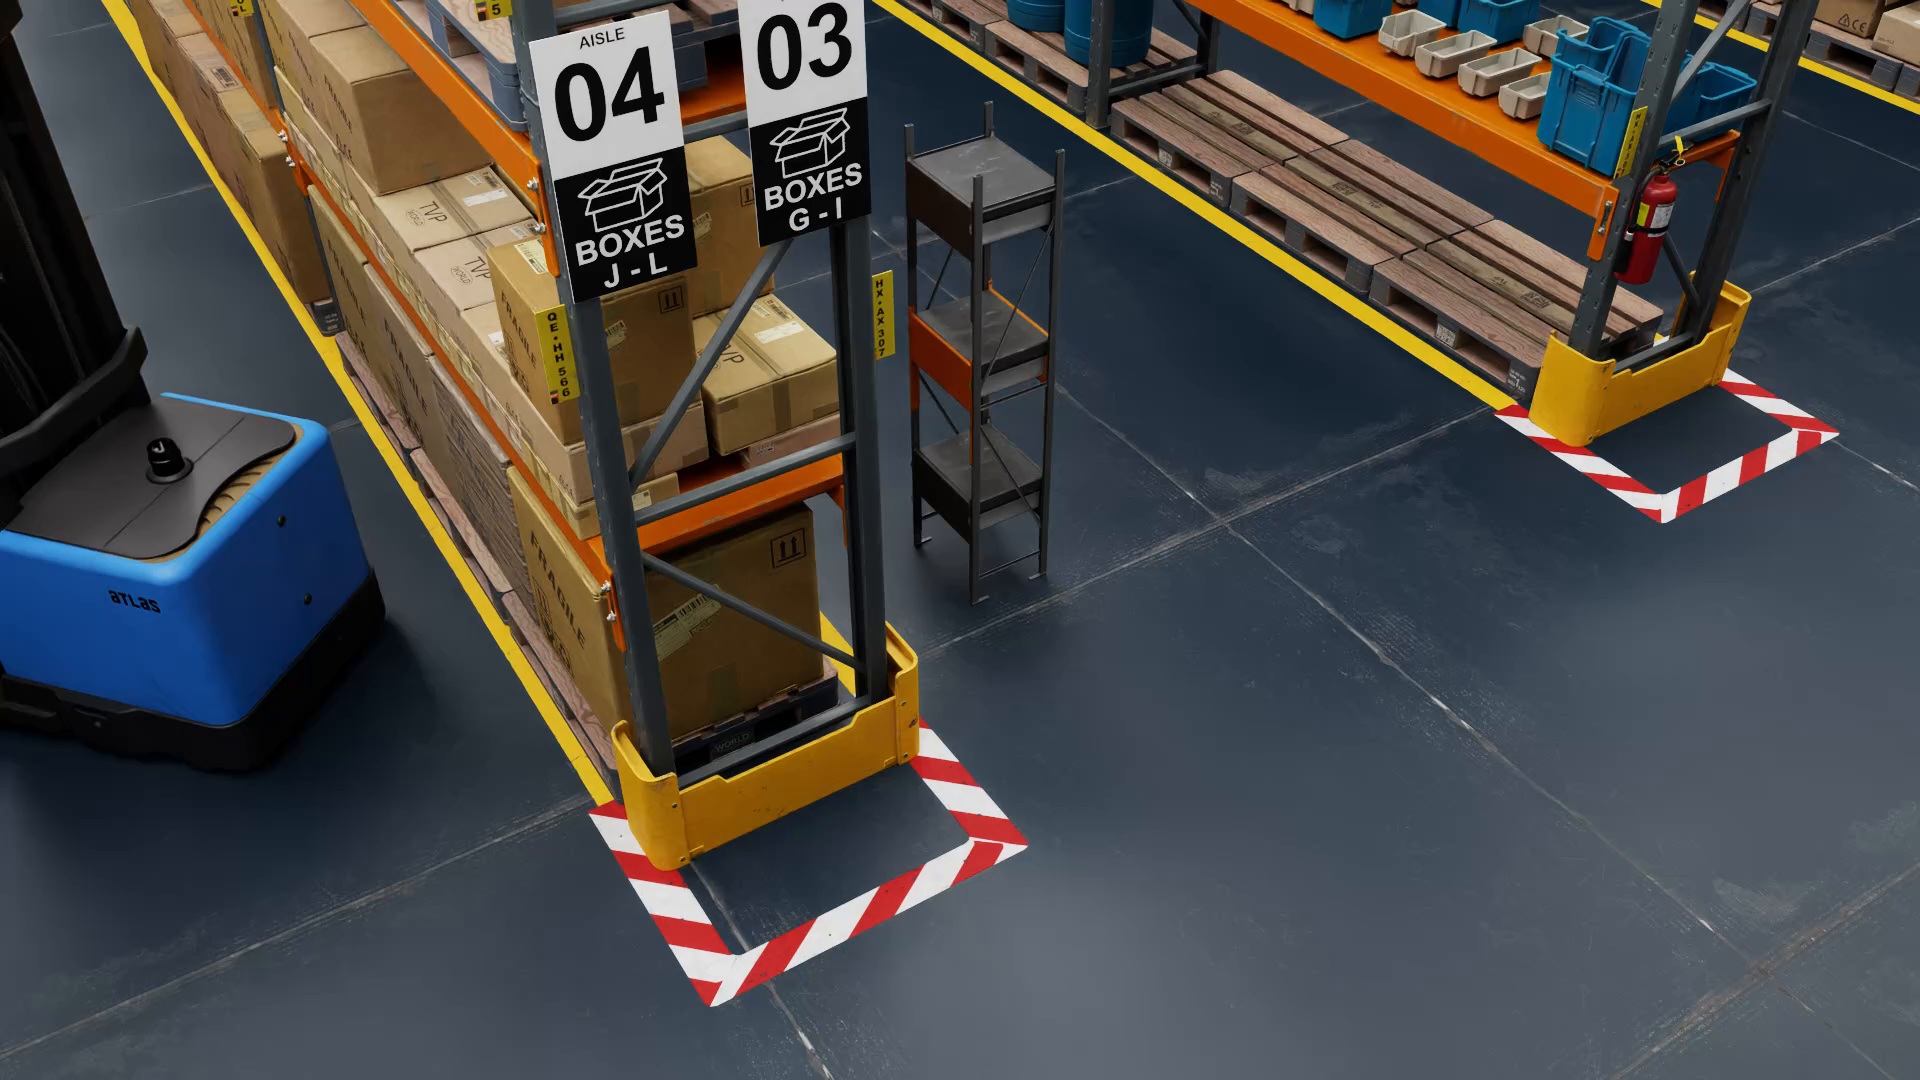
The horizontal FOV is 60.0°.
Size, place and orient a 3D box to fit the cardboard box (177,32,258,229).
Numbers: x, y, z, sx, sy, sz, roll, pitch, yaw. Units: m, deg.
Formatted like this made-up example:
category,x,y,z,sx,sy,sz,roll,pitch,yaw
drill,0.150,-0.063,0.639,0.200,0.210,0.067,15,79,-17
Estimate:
category,x,y,z,sx,sy,sz,roll,pitch,yaw
cardboard box,-3.729,-2.522,9.765,1.225,0.875,0.875,-24,45,-26

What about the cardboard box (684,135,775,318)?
category,x,y,z,sx,sy,sz,roll,pitch,yaw
cardboard box,-1.035,-1.164,6.102,0.500,0.500,0.500,-23,45,-25

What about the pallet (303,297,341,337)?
category,x,y,z,sx,sy,sz,roll,pitch,yaw
pallet,-3.365,-1.675,9.595,1.003,0.211,1.213,-22,45,-24

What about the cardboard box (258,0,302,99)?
category,x,y,z,sx,sy,sz,roll,pitch,yaw
cardboard box,-2.845,-2.354,7.531,0.500,0.500,0.500,-22,45,-24

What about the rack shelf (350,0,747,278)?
category,x,y,z,sx,sy,sz,roll,pitch,yaw
rack shelf,-1.812,-2.152,6.209,1.077,0.370,4.000,-22,45,-24

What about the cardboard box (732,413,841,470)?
category,x,y,z,sx,sy,sz,roll,pitch,yaw
cardboard box,-0.649,-0.406,6.090,0.380,0.149,0.250,-22,44,-24

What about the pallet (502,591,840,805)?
category,x,y,z,sx,sy,sz,roll,pitch,yaw
pallet,-1.232,0.470,7.021,1.003,0.211,1.213,-22,45,-24

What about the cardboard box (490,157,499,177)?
category,x,y,z,sx,sy,sz,roll,pitch,yaw
cardboard box,-1.873,-1.711,7.345,0.500,0.250,0.500,-21,44,-24

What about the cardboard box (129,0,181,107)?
category,x,y,z,sx,sy,sz,roll,pitch,yaw
cardboard box,-4.684,-3.480,10.915,1.225,0.875,0.875,-24,46,-26

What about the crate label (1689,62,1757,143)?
category,x,y,z,sx,sy,sz,roll,pitch,yaw
crate label,3.585,-2.107,8.019,0.416,0.233,0.303,-22,45,-24

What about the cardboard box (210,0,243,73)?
category,x,y,z,sx,sy,sz,roll,pitch,yaw
cardboard box,-3.629,-2.822,8.716,0.500,0.500,0.500,-21,44,-23

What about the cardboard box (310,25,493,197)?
category,x,y,z,sx,sy,sz,roll,pitch,yaw
cardboard box,-2.303,-1.806,6.874,0.500,0.500,0.500,-24,45,-26

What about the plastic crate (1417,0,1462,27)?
category,x,y,z,sx,sy,sz,roll,pitch,yaw
plastic crate,2.715,-2.980,9.067,0.416,0.233,0.300,-22,45,-24

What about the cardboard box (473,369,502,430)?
category,x,y,z,sx,sy,sz,roll,pitch,yaw
cardboard box,-1.615,-0.591,6.312,0.380,0.149,0.250,-21,44,-24

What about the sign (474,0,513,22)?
category,x,y,z,sx,sy,sz,roll,pitch,yaw
sign,-1.201,-1.480,4.210,0.100,0.325,0.005,-22,45,-24

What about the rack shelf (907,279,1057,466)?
category,x,y,z,sx,sy,sz,roll,pitch,yaw
rack shelf,0.089,-0.707,6.979,0.431,0.518,0.480,-22,45,-24

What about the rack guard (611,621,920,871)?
category,x,y,z,sx,sy,sz,roll,pitch,yaw
rack guard,-0.723,0.776,6.428,1.175,0.500,0.348,-22,45,-24

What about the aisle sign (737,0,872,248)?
category,x,y,z,sx,sy,sz,roll,pitch,yaw
aisle sign,-0.445,-1.260,4.888,0.394,0.787,0.004,-22,45,-24

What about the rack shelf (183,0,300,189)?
category,x,y,z,sx,sy,sz,roll,pitch,yaw
rack shelf,-3.962,-3.159,9.760,1.077,0.370,4.000,-22,45,-24

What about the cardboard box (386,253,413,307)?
category,x,y,z,sx,sy,sz,roll,pitch,yaw
cardboard box,-2.169,-1.144,6.976,0.380,0.149,0.250,-24,45,-26

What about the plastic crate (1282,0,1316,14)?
category,x,y,z,sx,sy,sz,roll,pitch,yaw
plastic crate,1.955,-3.151,9.234,0.437,0.282,0.530,-22,45,-24

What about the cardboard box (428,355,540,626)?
category,x,y,z,sx,sy,sz,roll,pitch,yaw
cardboard box,-1.637,-0.351,7.160,0.875,0.875,0.875,-22,45,-24

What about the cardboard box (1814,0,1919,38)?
category,x,y,z,sx,sy,sz,roll,pitch,yaw
cardboard box,6.482,-3.961,11.767,0.797,0.503,0.637,-22,45,-24

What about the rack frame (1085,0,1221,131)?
category,x,y,z,sx,sy,sz,roll,pitch,yaw
rack frame,1.289,-4.061,10.280,1.000,3.000,0.127,-22,45,-24

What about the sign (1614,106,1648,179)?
category,x,y,z,sx,sy,sz,roll,pitch,yaw
sign,2.985,-1.766,7.399,0.100,0.325,0.005,-22,45,-24

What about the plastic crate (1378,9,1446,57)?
category,x,y,z,sx,sy,sz,roll,pitch,yaw
plastic crate,2.360,-2.658,8.756,0.298,0.136,0.250,-22,45,-24

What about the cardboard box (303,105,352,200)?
category,x,y,z,sx,sy,sz,roll,pitch,yaw
cardboard box,-2.592,-1.799,7.450,0.500,0.250,0.500,-22,45,-25

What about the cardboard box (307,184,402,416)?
category,x,y,z,sx,sy,sz,roll,pitch,yaw
cardboard box,-2.600,-1.317,8.319,0.875,0.875,0.875,-22,45,-24

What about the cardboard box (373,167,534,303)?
category,x,y,z,sx,sy,sz,roll,pitch,yaw
cardboard box,-2.050,-1.252,6.794,0.500,0.250,0.500,-22,45,-24

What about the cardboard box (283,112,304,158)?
category,x,y,z,sx,sy,sz,roll,pitch,yaw
cardboard box,-3.008,-1.985,7.986,0.380,0.149,0.250,-22,45,-24

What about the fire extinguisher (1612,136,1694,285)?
category,x,y,z,sx,sy,sz,roll,pitch,yaw
fire extinguisher,3.138,-1.491,7.548,0.296,0.674,0.183,-22,45,-24

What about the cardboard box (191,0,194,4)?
category,x,y,z,sx,sy,sz,roll,pitch,yaw
cardboard box,-4.181,-3.374,9.378,0.500,0.500,0.500,-22,45,-24

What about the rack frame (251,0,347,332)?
category,x,y,z,sx,sy,sz,roll,pitch,yaw
rack frame,-2.887,-2.356,8.234,1.000,3.000,0.127,-22,45,-24

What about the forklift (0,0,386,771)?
category,x,y,z,sx,sy,sz,roll,pitch,yaw
forklift,-4.079,-0.750,6.361,3.031,2.935,1.130,11,41,13

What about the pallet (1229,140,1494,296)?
category,x,y,z,sx,sy,sz,roll,pitch,yaw
pallet,2.377,-1.947,9.921,1.003,0.211,1.213,-22,45,-24

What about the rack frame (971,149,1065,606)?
category,x,y,z,sx,sy,sz,roll,pitch,yaw
rack frame,0.220,-0.586,6.813,0.400,2.100,0.015,-22,45,-24

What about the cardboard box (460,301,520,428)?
category,x,y,z,sx,sy,sz,roll,pitch,yaw
cardboard box,-1.493,-0.698,6.129,0.500,0.250,0.500,-23,45,-25

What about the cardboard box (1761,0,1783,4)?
category,x,y,z,sx,sy,sz,roll,pitch,yaw
cardboard box,5.984,-4.080,12.173,0.380,0.166,0.250,-22,45,-24

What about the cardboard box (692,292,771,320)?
category,x,y,z,sx,sy,sz,roll,pitch,yaw
cardboard box,-1.052,-0.884,6.352,0.500,0.250,0.500,-23,45,-25

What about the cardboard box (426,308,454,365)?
category,x,y,z,sx,sy,sz,roll,pitch,yaw
cardboard box,-1.896,-0.870,6.647,0.380,0.149,0.250,-22,45,-24

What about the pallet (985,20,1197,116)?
category,x,y,z,sx,sy,sz,roll,pitch,yaw
pallet,0.909,-3.420,11.690,1.003,0.211,1.213,-22,45,-24

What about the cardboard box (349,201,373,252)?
category,x,y,z,sx,sy,sz,roll,pitch,yaw
cardboard box,-2.444,-1.422,7.310,0.380,0.149,0.250,-23,45,-25

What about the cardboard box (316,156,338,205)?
category,x,y,z,sx,sy,sz,roll,pitch,yaw
cardboard box,-2.725,-1.701,7.645,0.380,0.149,0.250,-21,44,-23

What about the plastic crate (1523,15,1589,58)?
category,x,y,z,sx,sy,sz,roll,pitch,yaw
plastic crate,3.117,-2.638,8.732,0.250,0.136,0.298,-22,45,-24

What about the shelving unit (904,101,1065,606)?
category,x,y,z,sx,sy,sz,roll,pitch,yaw
shelving unit,0.089,-0.717,6.971,0.431,2.100,0.503,-22,45,-24

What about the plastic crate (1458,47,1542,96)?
category,x,y,z,sx,sy,sz,roll,pitch,yaw
plastic crate,2.705,-2.363,8.401,0.396,0.136,0.243,-22,45,-24

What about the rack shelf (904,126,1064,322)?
category,x,y,z,sx,sy,sz,roll,pitch,yaw
rack shelf,0.089,-1.245,6.531,0.431,0.518,0.480,-22,45,-24

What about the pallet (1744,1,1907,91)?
category,x,y,z,sx,sy,sz,roll,pitch,yaw
pallet,6.496,-3.662,11.980,1.003,0.211,1.213,-22,45,-24

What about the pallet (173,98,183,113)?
category,x,y,z,sx,sy,sz,roll,pitch,yaw
pallet,-4.677,-2.992,11.176,1.003,0.211,1.213,-22,45,-24

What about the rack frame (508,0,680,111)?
category,x,y,z,sx,sy,sz,roll,pitch,yaw
rack frame,-0.736,-2.502,3.723,1.000,3.000,0.127,-22,45,-24

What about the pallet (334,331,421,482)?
category,x,y,z,sx,sy,sz,roll,pitch,yaw
pallet,-2.544,-0.847,8.602,1.003,0.211,1.213,-22,45,-24

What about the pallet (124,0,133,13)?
category,x,y,z,sx,sy,sz,roll,pitch,yaw
pallet,-6.109,-4.524,13.014,1.003,0.211,1.213,-22,45,-24

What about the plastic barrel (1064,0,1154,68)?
category,x,y,z,sx,sy,sz,roll,pitch,yaw
plastic barrel,1.011,-3.715,11.177,0.600,0.901,0.708,-22,45,-24

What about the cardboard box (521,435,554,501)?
category,x,y,z,sx,sy,sz,roll,pitch,yaw
cardboard box,-1.346,-0.319,5.986,0.380,0.149,0.250,-22,44,-24
